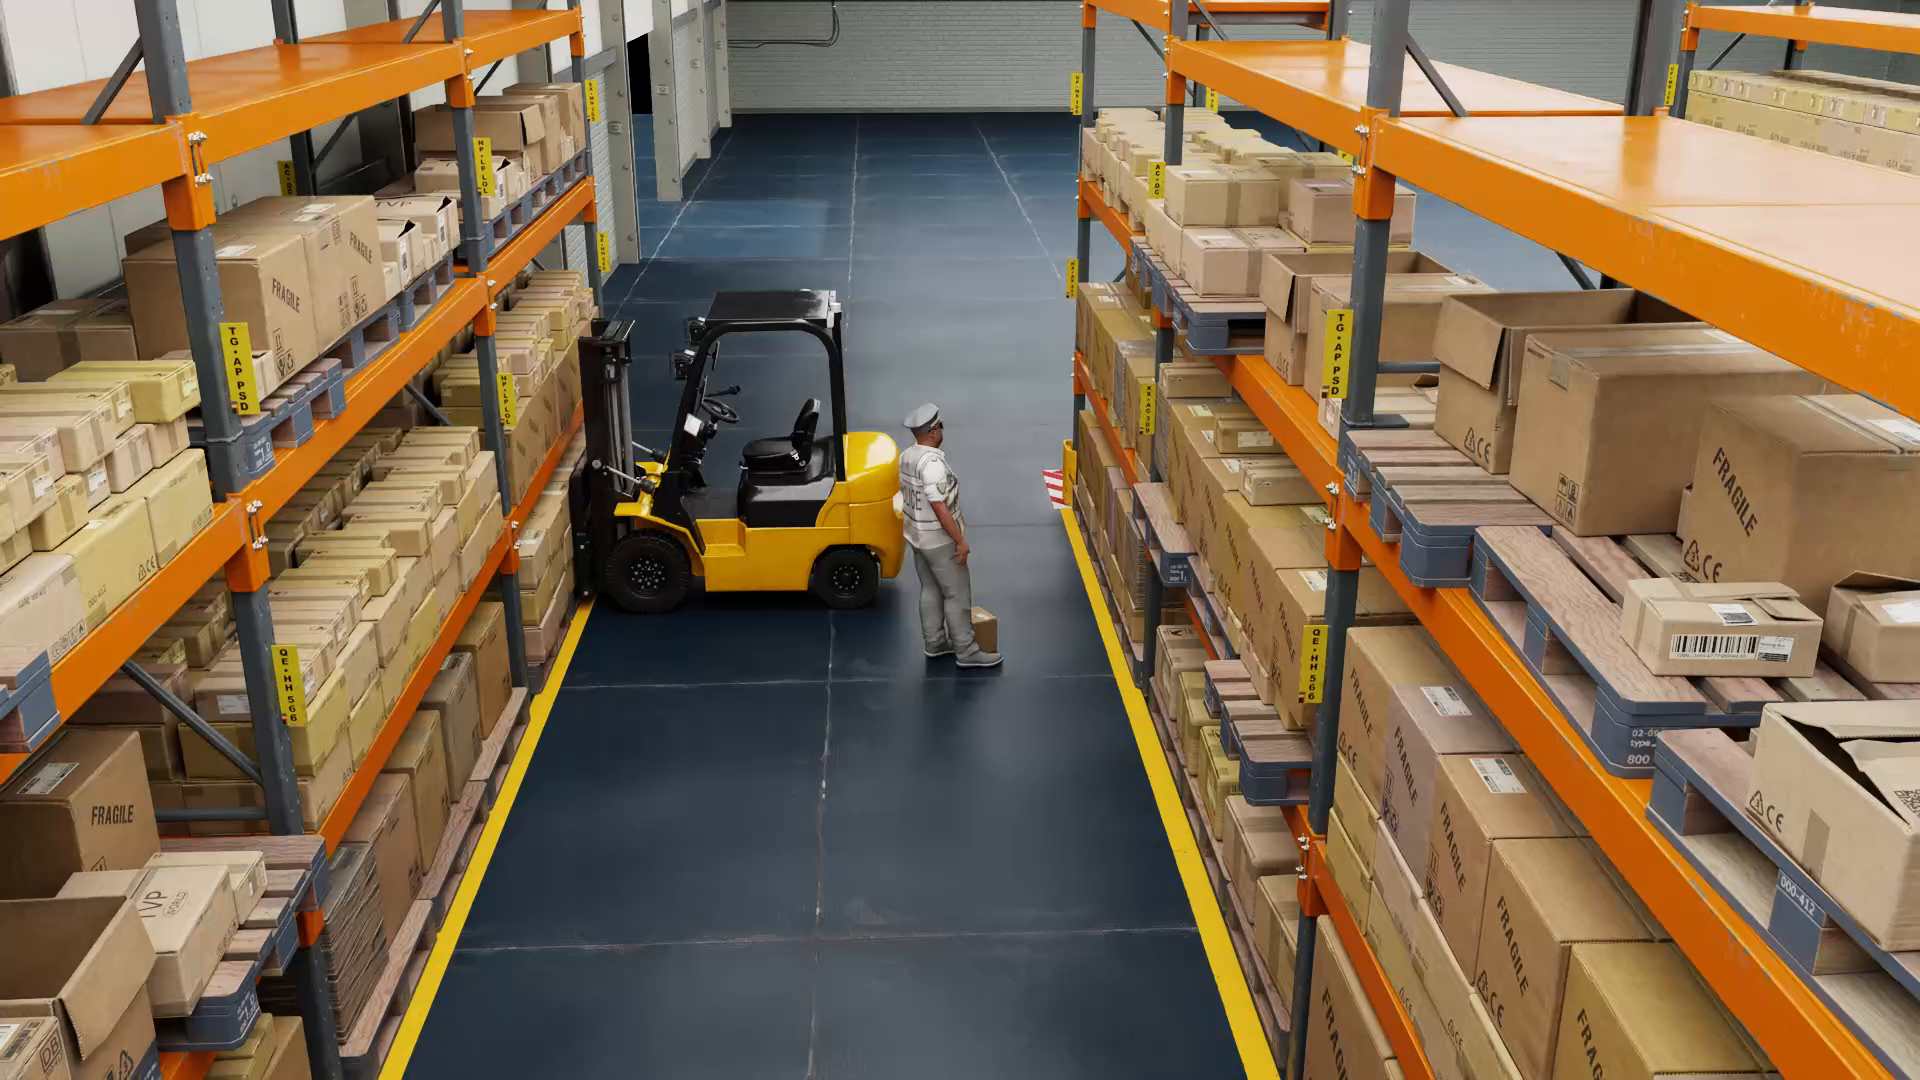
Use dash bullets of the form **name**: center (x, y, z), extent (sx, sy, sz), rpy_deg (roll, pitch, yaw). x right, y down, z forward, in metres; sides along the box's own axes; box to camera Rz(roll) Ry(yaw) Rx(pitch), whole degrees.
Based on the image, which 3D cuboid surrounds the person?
- **person**: center (-0.086, -0.045, 11.117), extent (0.573, 1.780, 0.641), rpy_deg (-10, 23, -26)
